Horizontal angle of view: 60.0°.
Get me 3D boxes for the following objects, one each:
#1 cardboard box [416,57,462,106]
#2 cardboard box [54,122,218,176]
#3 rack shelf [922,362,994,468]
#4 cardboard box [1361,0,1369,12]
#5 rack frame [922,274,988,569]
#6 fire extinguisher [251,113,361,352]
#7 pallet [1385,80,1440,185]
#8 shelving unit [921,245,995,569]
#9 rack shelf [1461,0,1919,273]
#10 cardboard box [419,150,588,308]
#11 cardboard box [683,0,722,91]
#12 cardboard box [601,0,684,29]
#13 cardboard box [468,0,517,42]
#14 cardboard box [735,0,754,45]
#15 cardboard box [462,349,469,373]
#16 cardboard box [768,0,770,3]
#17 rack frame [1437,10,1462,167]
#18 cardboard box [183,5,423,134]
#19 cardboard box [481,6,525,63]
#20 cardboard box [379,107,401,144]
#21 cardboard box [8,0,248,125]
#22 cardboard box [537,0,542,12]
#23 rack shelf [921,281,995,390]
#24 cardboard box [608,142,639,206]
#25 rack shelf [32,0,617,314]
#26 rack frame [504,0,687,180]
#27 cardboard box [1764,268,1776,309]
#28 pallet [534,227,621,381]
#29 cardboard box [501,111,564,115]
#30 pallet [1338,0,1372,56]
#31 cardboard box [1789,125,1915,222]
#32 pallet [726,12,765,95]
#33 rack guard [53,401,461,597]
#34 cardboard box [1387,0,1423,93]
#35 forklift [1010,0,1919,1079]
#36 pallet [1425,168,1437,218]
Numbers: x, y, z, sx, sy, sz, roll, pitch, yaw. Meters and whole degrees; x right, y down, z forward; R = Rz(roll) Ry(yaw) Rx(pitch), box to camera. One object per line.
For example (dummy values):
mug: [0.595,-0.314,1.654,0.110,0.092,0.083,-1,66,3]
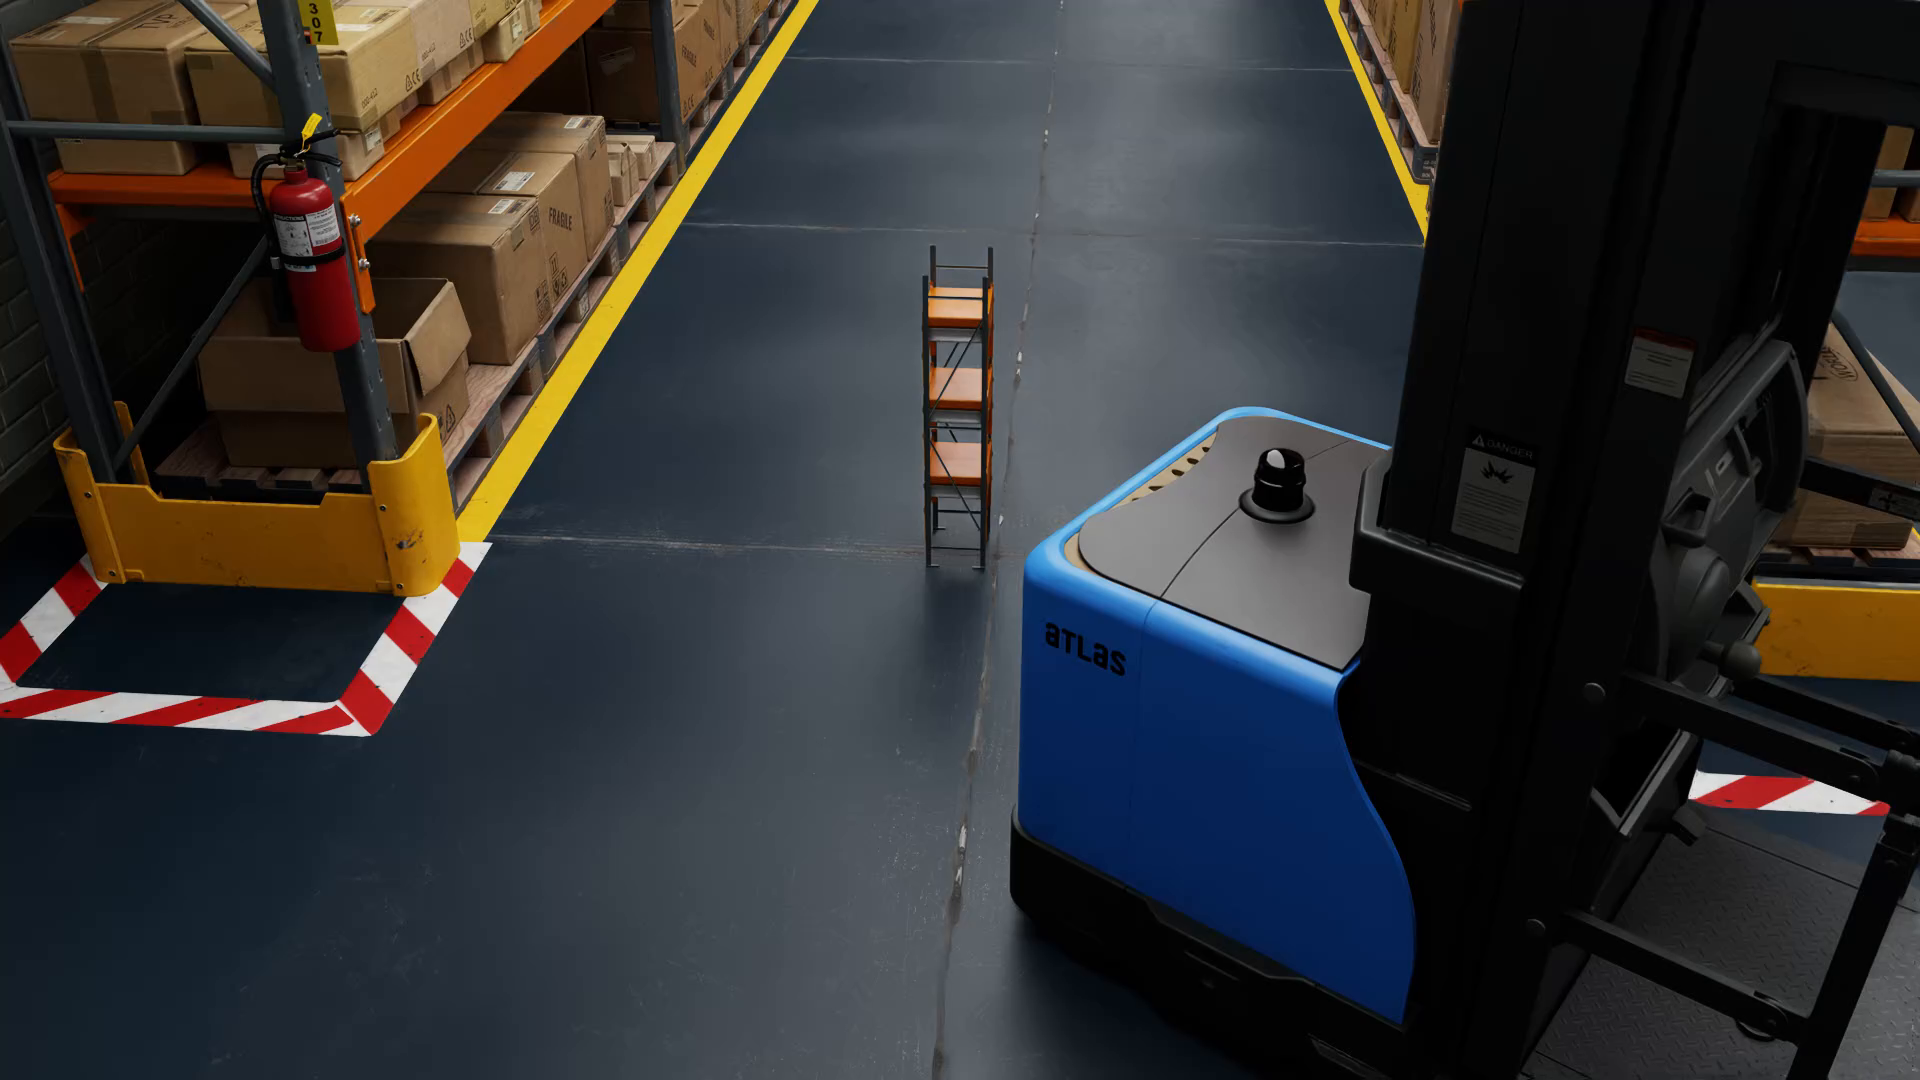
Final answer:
cardboard box: [-1.963,-1.619,5.758,0.380,0.149,0.250,3,32,6]
cardboard box: [-2.546,-1.240,5.143,0.380,0.149,0.250,2,32,3]
rack shelf: [-0.004,-0.410,5.435,0.215,0.259,0.240,2,32,4]
cardboard box: [3.154,-4.052,11.091,0.875,0.875,0.875,2,32,4]
rack frame: [-0.014,-0.355,5.326,0.200,1.050,0.008,2,32,4]
fire extinguisher: [-1.857,-0.874,4.739,0.296,0.674,0.183,2,32,4]
pallet: [2.955,-2.264,9.222,1.003,0.211,1.213,2,32,4]
shelving unit: [-0.004,-0.419,5.429,0.215,1.050,0.252,2,32,4]
rack shelf: [2.805,-1.692,6.322,1.077,0.370,4.000,2,32,4]
cardboard box: [-1.910,-1.310,7.000,0.500,0.500,0.500,3,32,5]
cardboard box: [-1.683,-2.891,9.564,0.500,0.500,0.500,2,32,3]
cardboard box: [-1.686,-2.821,8.833,0.380,0.149,0.250,4,32,6]
cardboard box: [-1.921,-1.980,5.963,0.500,0.250,0.500,2,32,3]
cardboard box: [-1.589,-3.423,10.427,0.500,0.500,0.500,1,32,2]
cardboard box: [-2.088,-0.664,6.285,0.380,0.149,0.250,1,32,2]
cardboard box: [-1.526,-3.969,11.313,0.500,0.500,0.500,2,32,3]
rack frame: [2.967,-3.044,7.830,1.000,3.000,0.127,2,32,4]
cardboard box: [-2.000,-1.451,5.105,0.500,0.250,0.500,3,32,4]
cardboard box: [-1.851,-1.887,6.193,0.380,0.149,0.250,2,32,3]
cardboard box: [-2.031,-1.351,5.322,0.380,0.149,0.250,3,32,5]
cardboard box: [-2.533,-1.477,5.147,0.500,0.250,0.500,3,32,5]
cardboard box: [-1.898,-2.164,6.641,0.380,0.149,0.250,2,32,4]
rack shelf: [-0.004,-0.652,5.286,0.215,0.259,0.240,2,32,4]
cardboard box: [-1.762,-1.778,7.983,0.396,0.266,0.258,4,32,6]
rack shelf: [-2.143,-1.902,6.663,1.077,0.370,4.000,2,32,4]
rack frame: [-1.980,-3.254,8.171,1.000,3.000,0.127,2,32,4]
cardboard box: [2.662,-0.869,6.343,0.875,0.438,0.875,3,32,5]
pallet: [-2.134,-1.068,7.282,1.003,0.211,1.213,2,32,4]
cardboard box: [-2.269,-1.953,8.222,0.500,0.311,0.500,4,32,6]
pallet: [3.154,-3.540,11.292,1.003,0.211,1.213,2,32,4]
cardboard box: [2.417,-1.259,4.838,0.500,0.500,0.500,3,32,4]
pallet: [-1.855,-3.134,10.634,1.003,0.211,1.213,2,32,4]
rack guard: [-2.300,-0.138,5.498,1.175,0.500,0.348,2,32,4]
cardboard box: [3.004,-3.119,9.576,0.875,0.875,0.875,3,32,5]
forklift: [1.600,-0.027,3.000,3.031,2.935,1.130,22,38,31]
pallet: [2.828,-1.463,7.922,1.003,0.211,1.213,2,32,4]
